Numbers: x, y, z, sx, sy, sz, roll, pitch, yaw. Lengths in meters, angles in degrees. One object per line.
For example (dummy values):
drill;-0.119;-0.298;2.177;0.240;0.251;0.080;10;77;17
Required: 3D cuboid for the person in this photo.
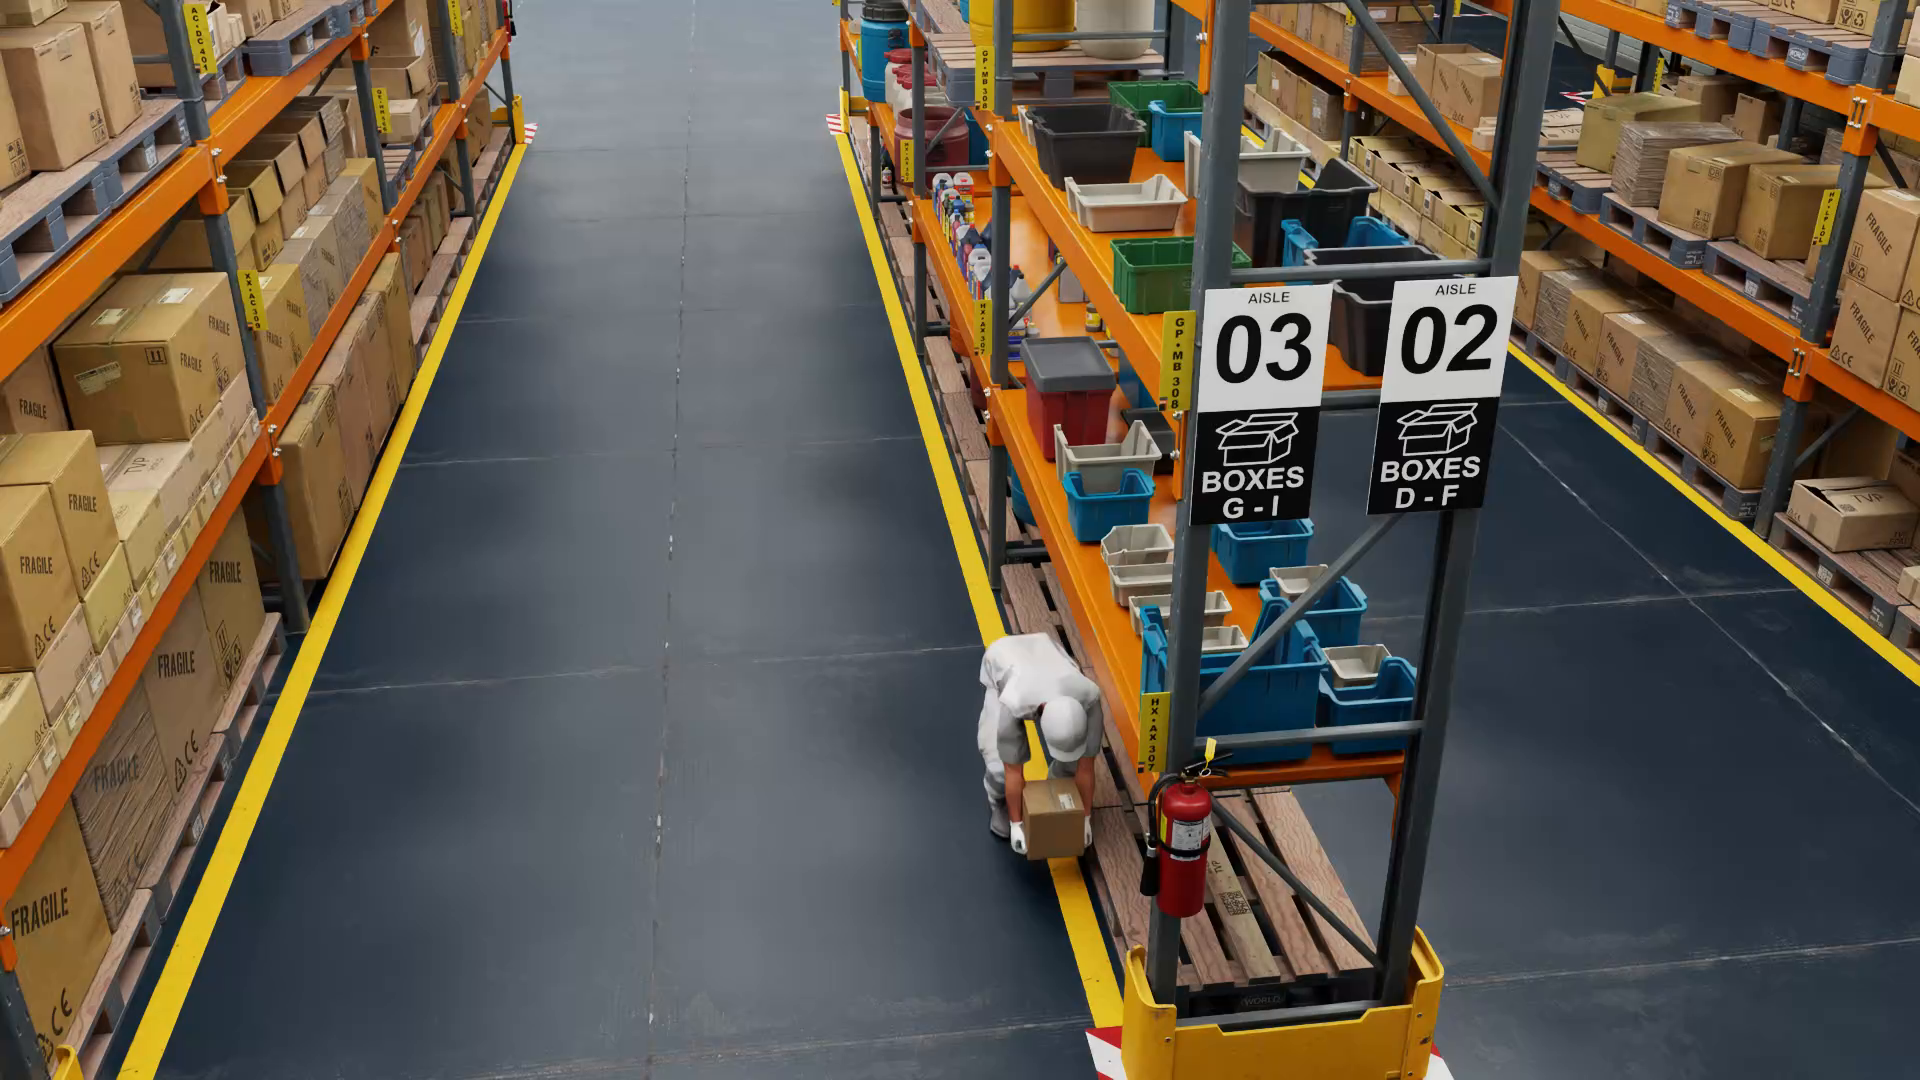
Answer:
person;0.365;0.963;7.558;0.535;1.004;0.957;-5;27;-9
